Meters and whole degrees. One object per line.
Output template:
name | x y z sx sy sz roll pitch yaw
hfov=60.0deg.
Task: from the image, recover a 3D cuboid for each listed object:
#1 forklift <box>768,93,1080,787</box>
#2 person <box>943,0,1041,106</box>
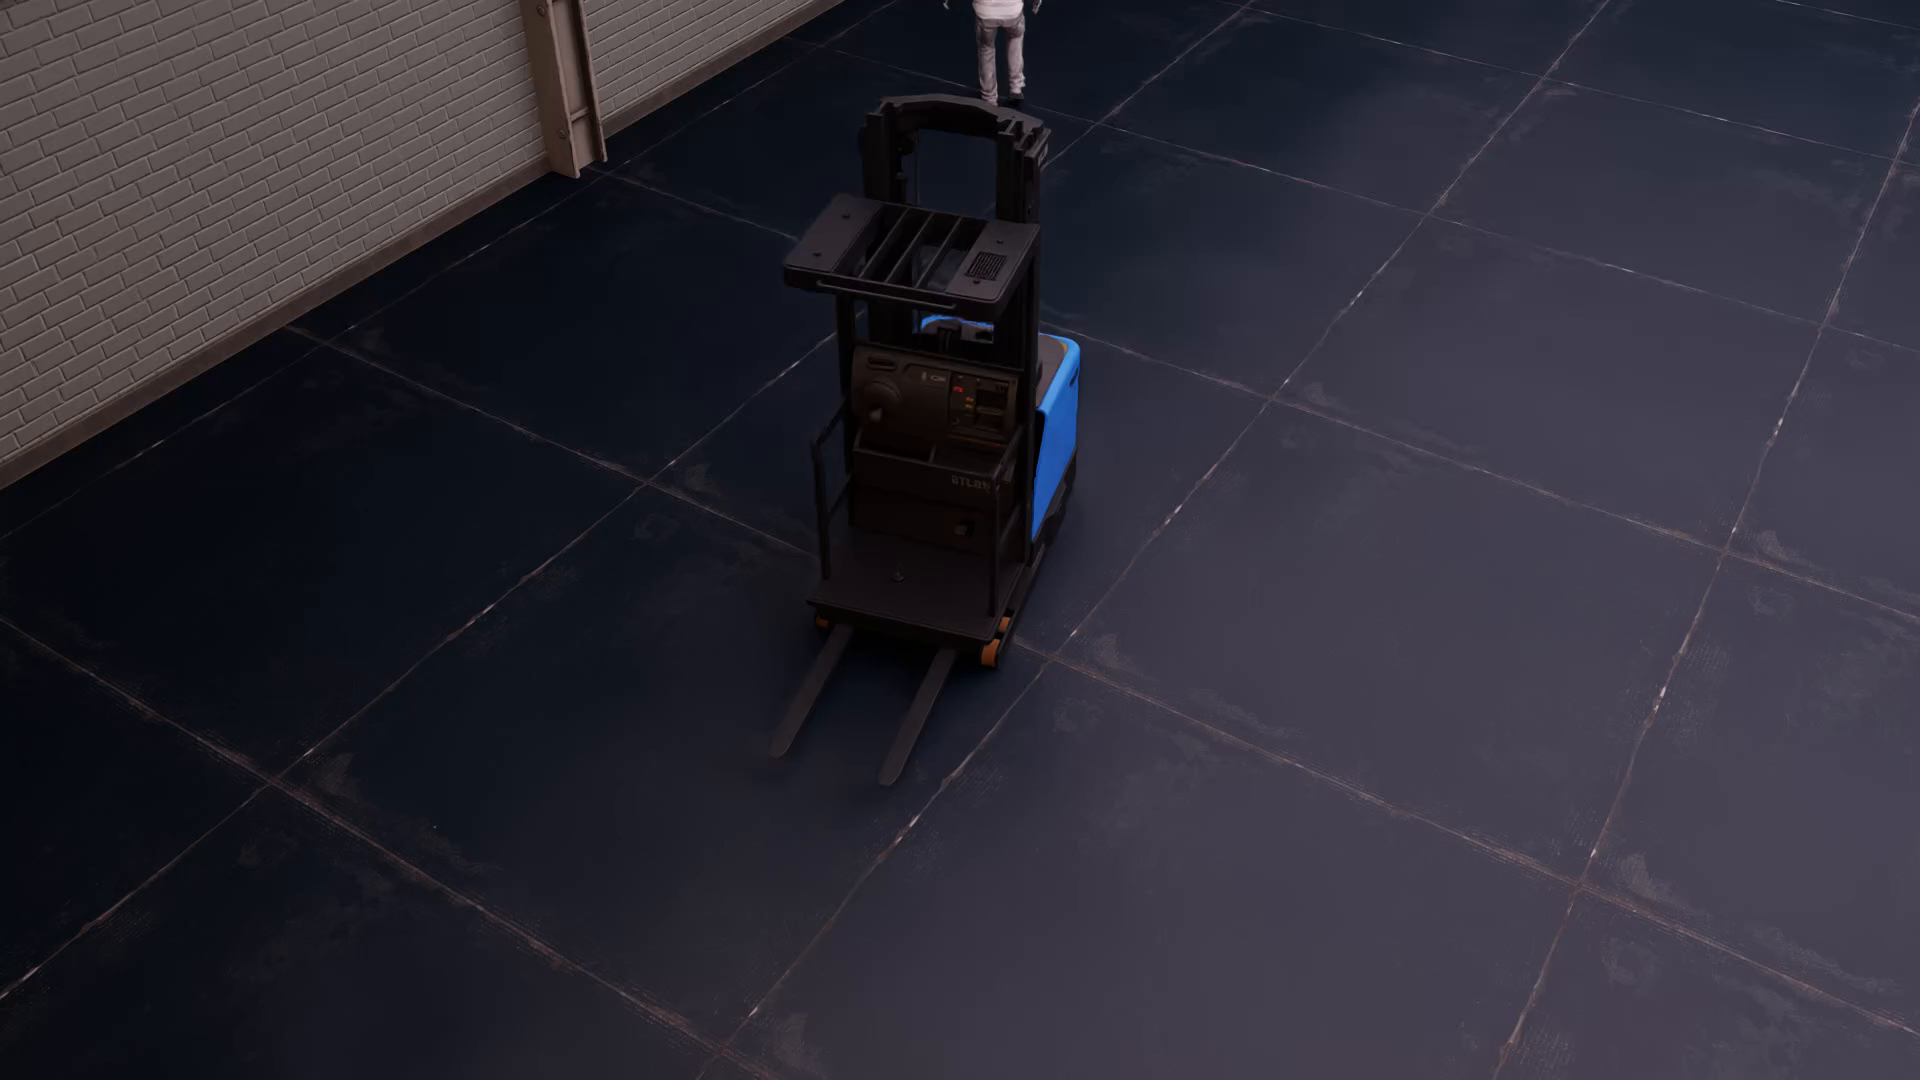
forklift | -0.205 -0.697 8.789 1.130 2.935 3.031 12 42 14
person | 0.280 -4.567 14.284 0.848 1.776 0.488 0 40 0
